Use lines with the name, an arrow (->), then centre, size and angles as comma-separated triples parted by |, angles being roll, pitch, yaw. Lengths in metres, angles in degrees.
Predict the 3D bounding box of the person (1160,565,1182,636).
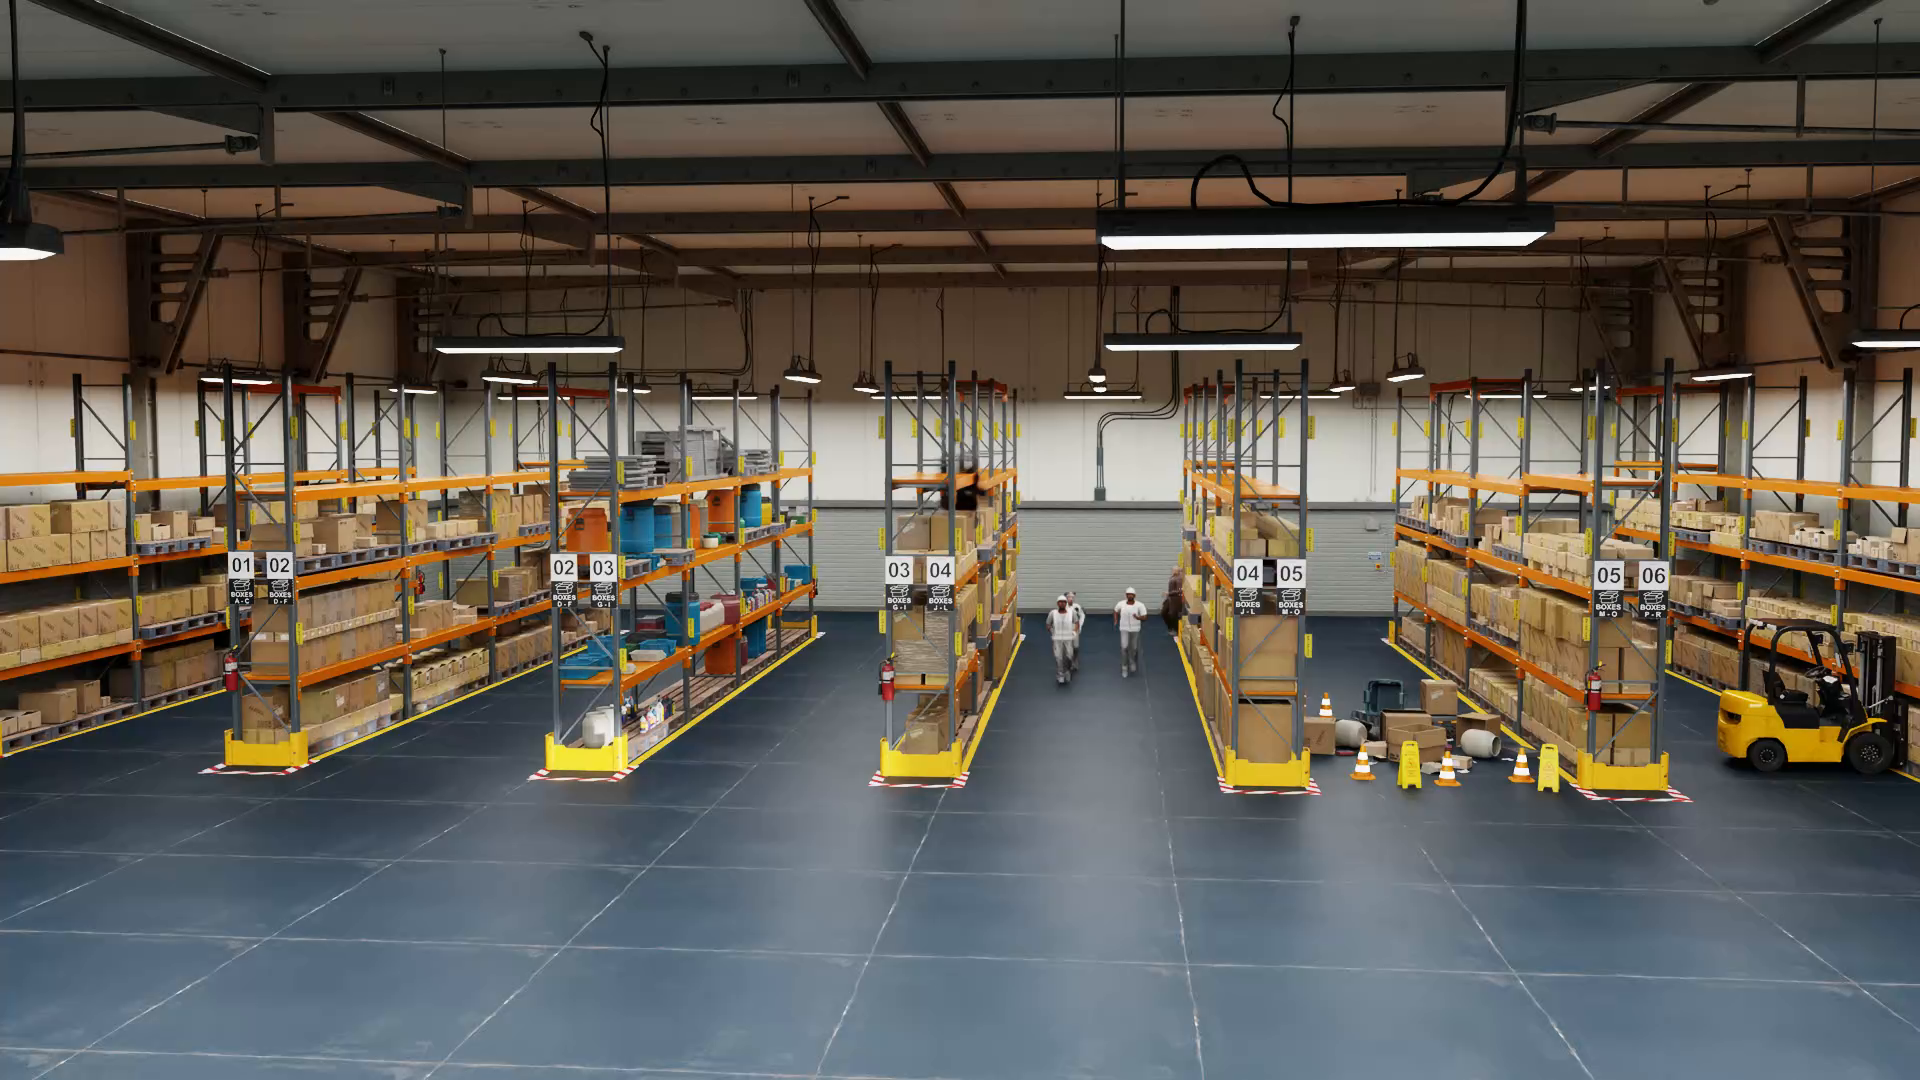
person -> 5.201, 1.483, 40.318 | 0.665, 1.762, 0.682 | -1, 4, -19

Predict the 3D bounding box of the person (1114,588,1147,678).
person -> 3.478, 1.870, 33.979 | 0.685, 1.806, 0.871 | 0, 4, 7

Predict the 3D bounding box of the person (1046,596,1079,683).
person -> 2.026, 1.969, 32.766 | 0.669, 1.737, 0.589 | 0, 4, 2

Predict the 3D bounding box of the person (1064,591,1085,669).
person -> 2.301, 1.884, 34.688 | 0.621, 1.661, 0.580 | 0, 4, 1
